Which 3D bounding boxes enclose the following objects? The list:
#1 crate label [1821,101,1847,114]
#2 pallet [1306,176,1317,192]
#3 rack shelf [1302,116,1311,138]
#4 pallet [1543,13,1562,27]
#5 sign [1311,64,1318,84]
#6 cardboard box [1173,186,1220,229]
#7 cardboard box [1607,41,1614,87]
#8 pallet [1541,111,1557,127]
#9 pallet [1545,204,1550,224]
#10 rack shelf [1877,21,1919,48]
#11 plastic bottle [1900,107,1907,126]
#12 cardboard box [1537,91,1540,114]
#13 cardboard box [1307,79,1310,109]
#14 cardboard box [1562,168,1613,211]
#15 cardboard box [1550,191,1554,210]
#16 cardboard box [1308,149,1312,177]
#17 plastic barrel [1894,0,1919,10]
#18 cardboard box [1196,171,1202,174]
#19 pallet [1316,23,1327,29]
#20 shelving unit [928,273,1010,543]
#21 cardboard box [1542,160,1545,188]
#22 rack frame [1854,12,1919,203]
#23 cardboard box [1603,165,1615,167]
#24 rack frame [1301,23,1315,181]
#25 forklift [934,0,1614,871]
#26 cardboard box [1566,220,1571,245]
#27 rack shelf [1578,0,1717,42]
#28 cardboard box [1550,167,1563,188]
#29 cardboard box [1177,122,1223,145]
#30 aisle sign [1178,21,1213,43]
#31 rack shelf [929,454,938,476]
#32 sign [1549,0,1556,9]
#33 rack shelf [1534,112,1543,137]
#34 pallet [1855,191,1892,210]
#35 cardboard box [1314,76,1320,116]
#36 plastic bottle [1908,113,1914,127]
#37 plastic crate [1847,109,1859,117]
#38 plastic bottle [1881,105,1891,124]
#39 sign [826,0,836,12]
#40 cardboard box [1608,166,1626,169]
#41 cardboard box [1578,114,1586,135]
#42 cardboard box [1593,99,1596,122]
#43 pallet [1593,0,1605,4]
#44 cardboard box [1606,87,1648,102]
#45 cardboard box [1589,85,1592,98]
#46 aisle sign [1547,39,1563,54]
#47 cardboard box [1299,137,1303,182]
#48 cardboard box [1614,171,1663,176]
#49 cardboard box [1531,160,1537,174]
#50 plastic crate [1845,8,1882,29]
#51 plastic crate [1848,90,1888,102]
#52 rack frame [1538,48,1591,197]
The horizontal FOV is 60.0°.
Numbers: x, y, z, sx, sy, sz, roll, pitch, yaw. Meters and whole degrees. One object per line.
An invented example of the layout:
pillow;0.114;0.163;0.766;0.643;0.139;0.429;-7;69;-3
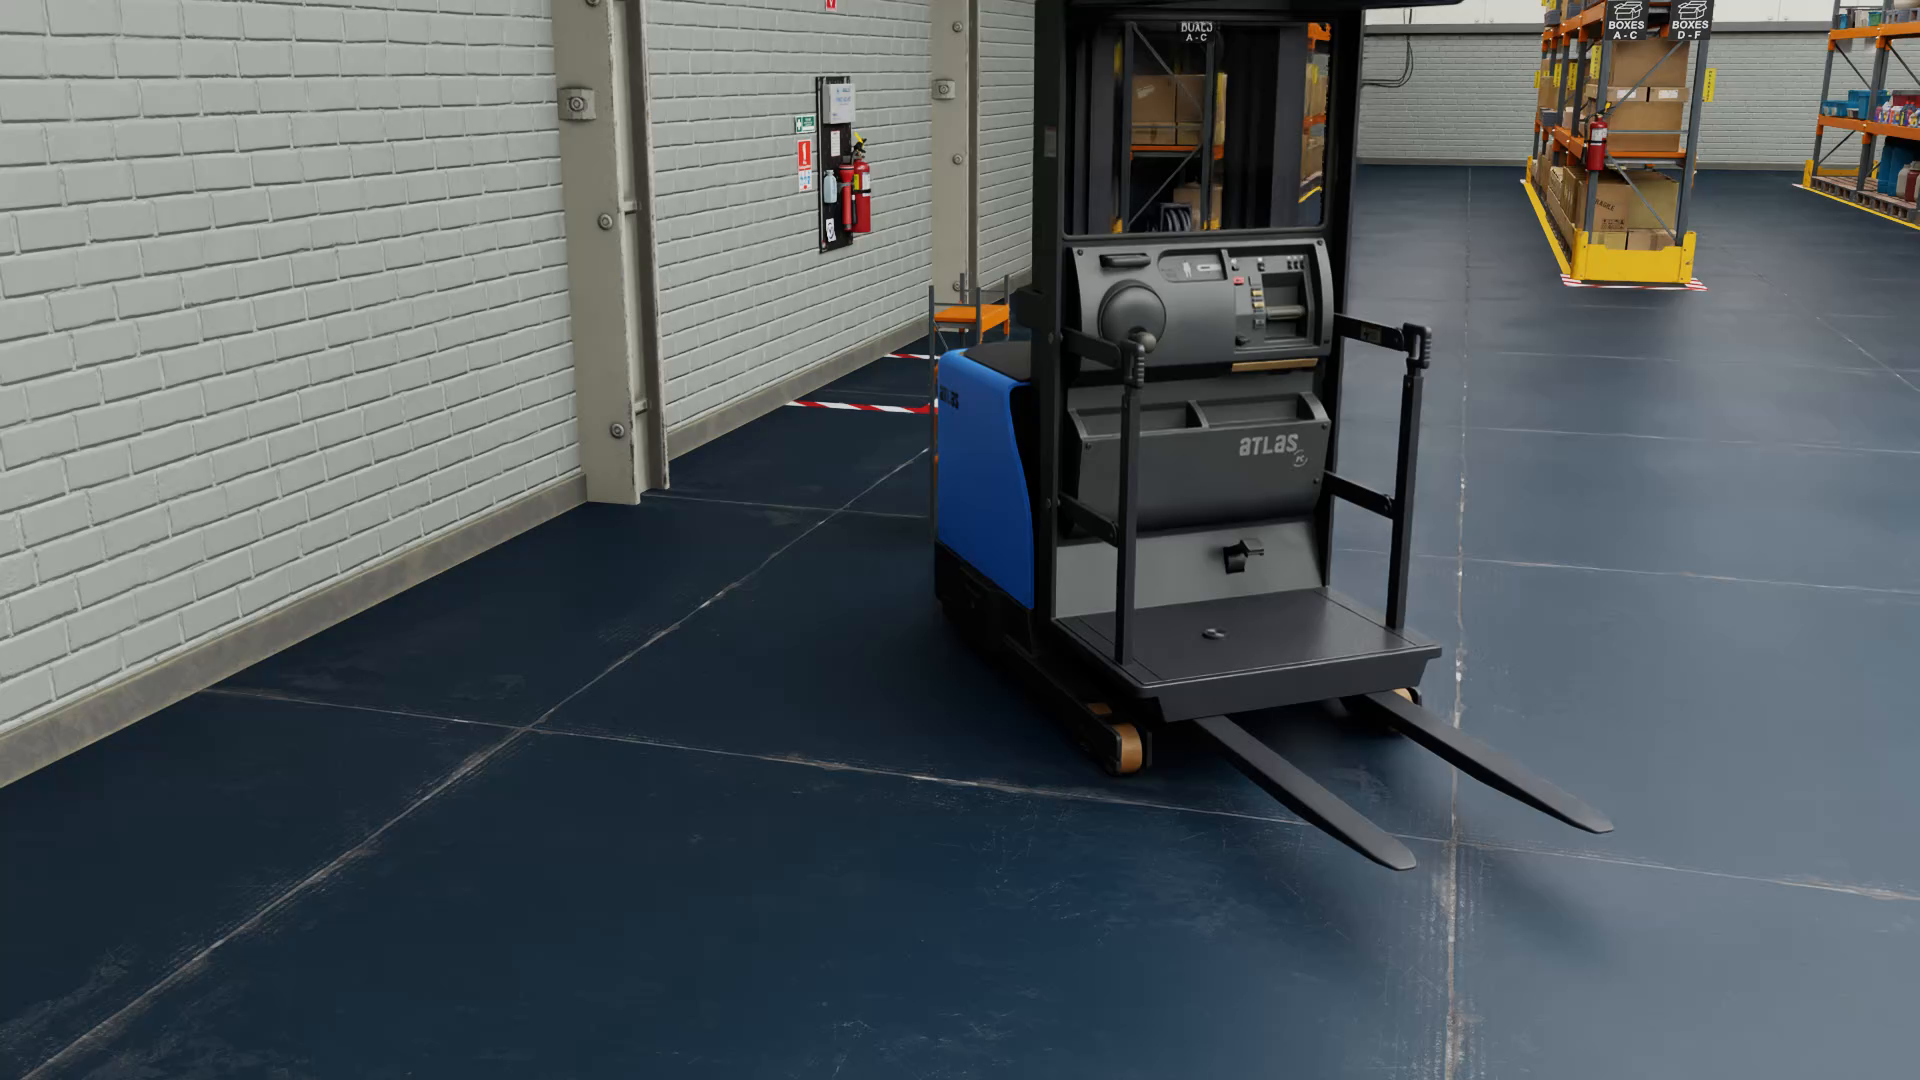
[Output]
crate label;15.959;-7.901;30.387;0.416;0.233;0.303;5;16;16
pallet;6.000;-6.565;30.589;1.003;0.211;1.213;5;16;16
rack shelf;5.141;-6.845;27.782;1.077;0.370;4.000;5;16;16
pallet;10.207;-8.518;27.212;1.213;0.211;1.003;5;16;16
sign;6.232;-8.193;29.242;0.100;0.325;0.005;5;16;16
cardboard box;3.000;-4.095;20.544;0.700;0.500;0.500;4;16;12
cardboard box;7.354;-5.137;17.881;0.700;0.500;0.500;4;16;14
pallet;9.448;-6.375;25.159;1.213;0.211;1.003;5;16;16
pallet;9.052;-4.730;24.120;1.003;0.211;1.213;5;16;16
rack shelf;14.639;-7.519;24.664;1.077;0.370;4.000;5;16;16
plastic bottle;14.192;-6.364;24.984;0.061;0.283;0.133;5;16;16
cardboard box;11.076;-8.194;31.039;0.500;0.500;0.500;4;16;15
cardboard box;5.820;-7.774;28.977;0.500;0.500;0.500;4;16;15
cardboard box;7.620;-4.249;20.209;0.500;0.500;0.500;5;16;16
cardboard box;8.609;-4.781;23.458;0.500;0.250;0.500;4;16;14
cardboard box;6.166;-7.032;30.937;0.700;0.500;0.500;4;16;15
plastic barrel;14.818;-8.538;25.918;0.433;0.535;0.433;0;16;0
cardboard box;3.728;-4.963;23.605;0.700;0.500;0.500;4;16;15
pallet;6.300;-9.646;31.005;1.003;0.211;1.213;5;16;16
shelving unit;0.047;-0.621;7.818;0.258;1.200;0.503;5;16;16
cardboard box;9.948;-6.092;27.584;0.500;0.500;0.500;5;17;17
rack frame;15.208;-6.946;26.820;1.000;3.000;0.127;5;16;16
cardboard box;9.726;-5.390;25.111;0.500;0.500;0.500;5;17;18
rack frame;5.709;-7.714;29.529;1.000;3.000;0.127;5;16;16
forklift;0.880;-0.797;5.267;1.130;2.935;3.031;-6;17;-19
cardboard box;7.190;-3.496;18.929;0.500;0.250;0.500;5;16;16
rack shelf;7.618;-5.812;18.643;1.077;0.370;4.000;5;16;16
cardboard box;8.751;-5.181;23.840;0.500;0.311;0.500;4;16;14
cardboard box;2.742;-4.615;18.841;0.500;0.250;0.500;4;16;14
aisle sign;2.566;-5.783;17.957;0.394;0.787;0.004;5;16;16
rack shelf;0.047;-0.365;7.891;0.258;0.148;0.480;5;16;16
sign;9.937;-9.063;27.839;0.100;0.325;0.005;5;16;16
rack shelf;11.028;-7.508;30.121;1.077;0.370;4.000;5;16;16
pallet;14.949;-5.406;26.500;1.003;0.211;1.213;5;16;16
cardboard box;6.092;-8.189;30.655;0.980;0.700;0.700;4;16;14
plastic bottle;14.087;-6.210;24.590;0.097;0.201;0.097;0;16;0
plastic crate;15.414;-7.327;28.536;0.293;0.136;0.466;5;16;16
plastic bottle;14.607;-6.699;26.177;0.152;0.276;0.135;5;16;16
sign;-0.873;-3.732;11.242;0.001;0.298;0.199;5;16;16
cardboard box;9.410;-5.277;24.179;0.500;0.311;0.500;5;17;17
cardboard box;8.260;-5.417;21.678;0.396;0.266;0.258;4;16;15
cardboard box;7.776;-4.900;19.424;0.700;0.500;0.500;5;17;17
pallet;7.620;-6.095;18.486;1.003;0.211;1.213;5;16;16
cardboard box;6.975;-4.666;17.412;0.380;0.149;0.250;4;16;15
cardboard box;7.708;-5.341;19.789;0.380;0.149;0.250;4;16;15
aisle sign;11.334;-9.669;31.656;0.394;0.787;0.004;5;16;16
cardboard box;5.399;-6.469;28.309;0.750;0.750;0.750;5;17;18
cardboard box;7.972;-4.078;19.607;0.500;0.500;0.500;5;16;16
cardboard box;11.028;-7.015;31.297;0.500;0.250;0.500;5;16;16
plastic crate;15.647;-9.027;28.775;0.504;0.338;0.767;5;16;16
plastic crate;16.428;-7.936;30.137;0.616;0.435;0.499;5;16;16
rack frame;10.460;-7.331;28.178;1.000;3.000;0.127;5;16;16
